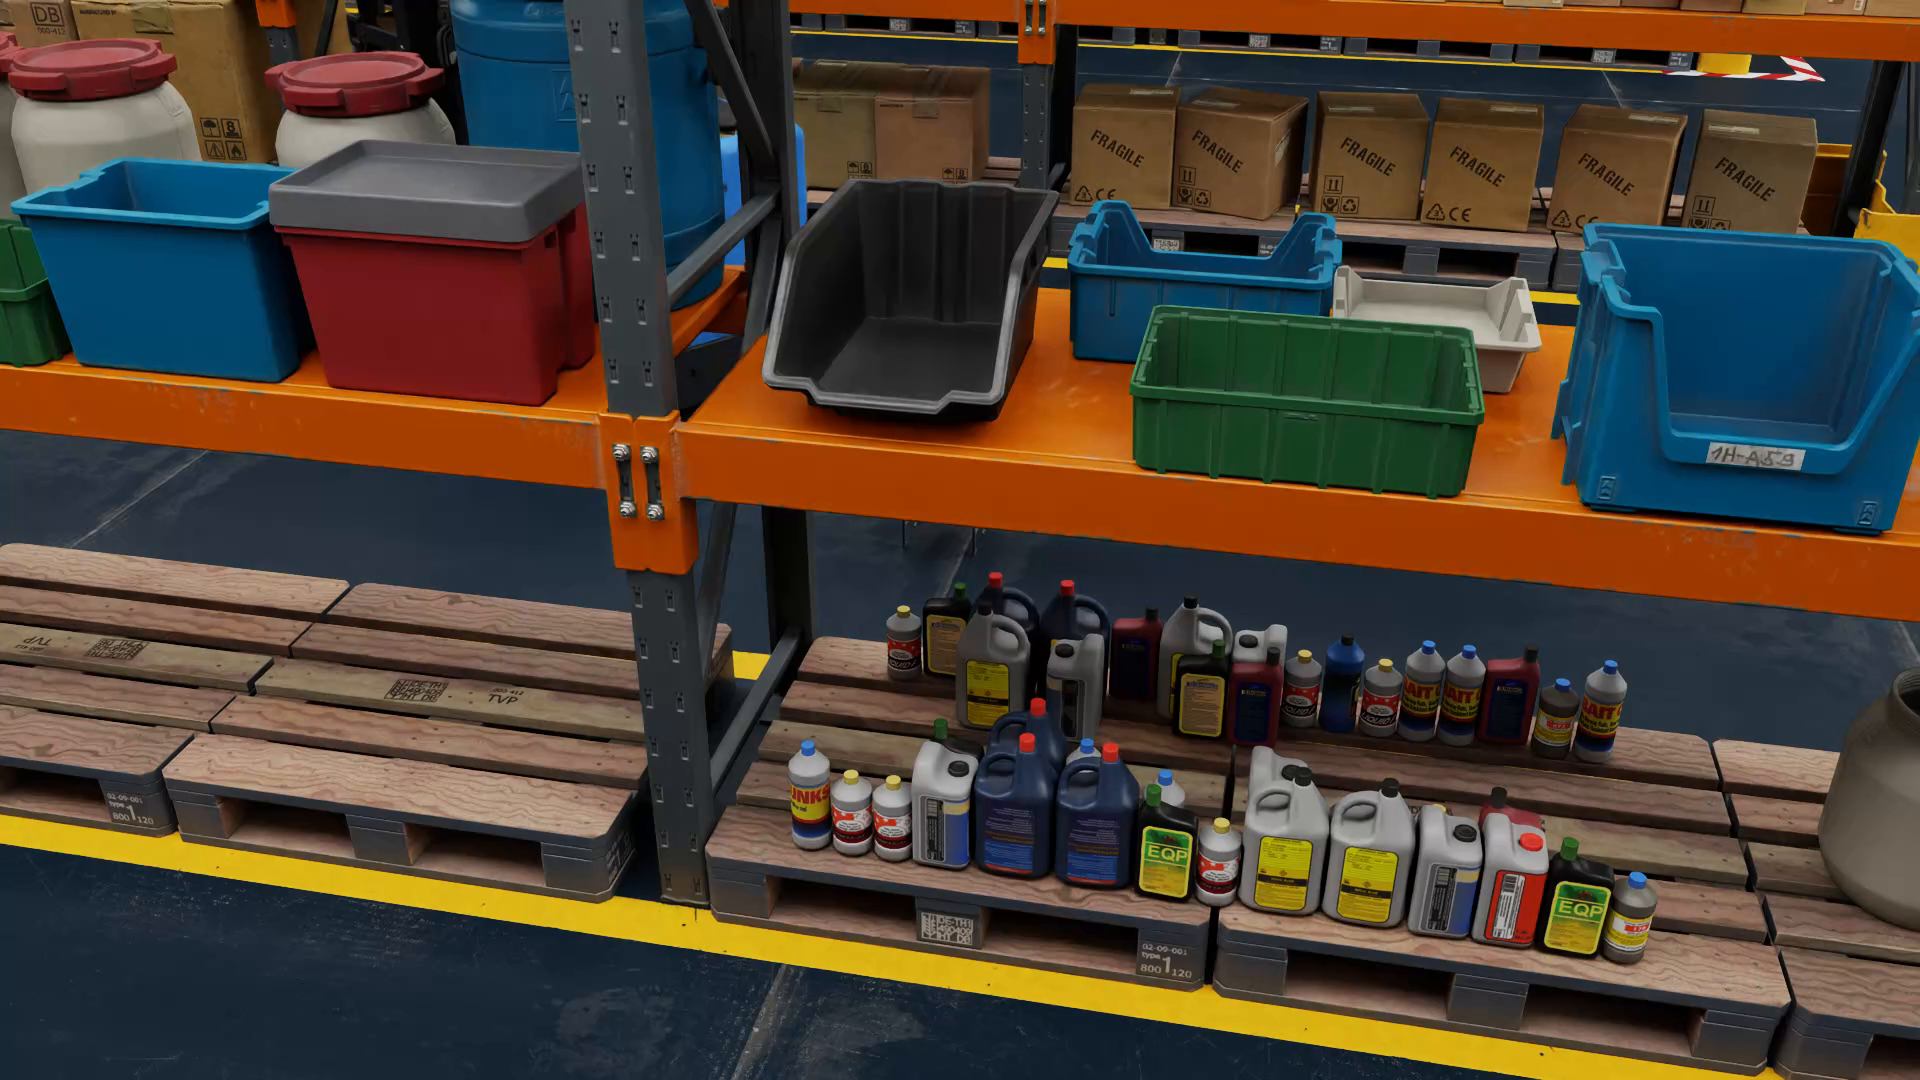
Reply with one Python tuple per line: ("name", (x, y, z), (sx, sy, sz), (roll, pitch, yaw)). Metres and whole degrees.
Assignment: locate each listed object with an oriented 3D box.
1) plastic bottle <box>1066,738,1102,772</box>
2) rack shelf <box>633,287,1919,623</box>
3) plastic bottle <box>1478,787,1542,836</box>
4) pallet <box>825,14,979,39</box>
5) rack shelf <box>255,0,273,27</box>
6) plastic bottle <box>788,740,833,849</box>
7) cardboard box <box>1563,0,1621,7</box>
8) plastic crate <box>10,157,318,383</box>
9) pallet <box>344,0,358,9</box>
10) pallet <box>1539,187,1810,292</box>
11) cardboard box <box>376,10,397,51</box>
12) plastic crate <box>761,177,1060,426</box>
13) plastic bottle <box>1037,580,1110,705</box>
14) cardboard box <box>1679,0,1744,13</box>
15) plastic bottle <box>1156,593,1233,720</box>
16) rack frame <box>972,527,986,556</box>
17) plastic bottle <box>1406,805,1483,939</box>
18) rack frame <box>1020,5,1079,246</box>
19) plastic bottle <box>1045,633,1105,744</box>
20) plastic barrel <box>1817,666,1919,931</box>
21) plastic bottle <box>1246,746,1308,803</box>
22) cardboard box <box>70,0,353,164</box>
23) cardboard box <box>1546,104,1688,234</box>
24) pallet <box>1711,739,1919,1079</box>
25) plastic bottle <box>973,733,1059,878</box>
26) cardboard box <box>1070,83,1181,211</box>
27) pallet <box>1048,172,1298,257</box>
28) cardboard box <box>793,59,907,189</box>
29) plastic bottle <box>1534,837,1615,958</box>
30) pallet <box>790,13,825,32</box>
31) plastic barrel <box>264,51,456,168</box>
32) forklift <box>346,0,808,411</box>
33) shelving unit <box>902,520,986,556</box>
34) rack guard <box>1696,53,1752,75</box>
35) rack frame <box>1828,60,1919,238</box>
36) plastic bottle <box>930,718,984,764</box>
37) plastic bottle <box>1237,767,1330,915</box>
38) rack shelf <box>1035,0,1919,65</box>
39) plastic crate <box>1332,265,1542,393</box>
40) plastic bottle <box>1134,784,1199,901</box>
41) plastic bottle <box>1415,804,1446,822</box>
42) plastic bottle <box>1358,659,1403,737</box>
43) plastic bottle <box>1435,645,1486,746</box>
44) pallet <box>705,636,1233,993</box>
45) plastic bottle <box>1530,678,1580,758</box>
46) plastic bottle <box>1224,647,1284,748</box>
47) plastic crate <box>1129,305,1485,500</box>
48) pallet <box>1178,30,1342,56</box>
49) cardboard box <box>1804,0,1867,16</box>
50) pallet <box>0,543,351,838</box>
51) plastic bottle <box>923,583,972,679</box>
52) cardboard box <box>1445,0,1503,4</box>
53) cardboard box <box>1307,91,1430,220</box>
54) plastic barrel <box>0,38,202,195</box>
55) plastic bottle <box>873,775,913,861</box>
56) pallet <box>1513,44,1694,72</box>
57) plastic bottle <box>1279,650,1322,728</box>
("plastic bottle", (0.296, 0.589, 3.934), (0.097, 0.271, 0.097), (0, 29, 0))
("rack shelf", (1.382, -0.133, 3.618), (4.000, 0.370, 1.077), (6, 29, 11))
("plastic bottle", (1.232, 0.684, 3.747), (0.133, 0.283, 0.061), (6, 29, 11))
("pallet", (-0.372, -4.234, 13.264), (1.213, 0.211, 1.003), (6, 29, 11))
("rack shelf", (-5.407, -3.261, 9.332), (4.000, 0.370, 1.077), (6, 29, 11))
("plastic bottle", (-0.353, 0.593, 3.926), (0.097, 0.271, 0.097), (0, 29, 0))
("cardboard box", (2.825, -2.513, 7.478), (0.250, 0.149, 0.380), (6, 29, 11))
("plastic crate", (-1.717, -0.606, 3.750), (0.575, 0.384, 0.392), (6, 29, 11))
("pallet", (-5.467, -4.796, 14.290), (1.213, 0.211, 1.003), (6, 29, 11))
("pallet", (3.511, -1.456, 8.190), (1.213, 0.211, 1.003), (6, 29, 11))
("cardboard box", (-2.790, -2.748, 9.010), (0.500, 0.250, 0.500), (7, 29, 13))
("plastic crate", (-0.088, -0.509, 3.621), (0.504, 0.338, 0.767), (6, 29, 11))
("plastic bottle", (0.304, 0.269, 4.436), (0.185, 0.351, 0.144), (4, 29, 8))
("cardboard box", (3.310, -2.454, 7.370), (0.250, 0.149, 0.380), (6, 29, 11))
("plastic bottle", (0.620, 0.301, 4.377), (0.185, 0.351, 0.144), (6, 29, 10))
("rack frame", (0.067, -0.454, 5.485), (0.008, 1.050, 0.200), (6, 29, 11))
("plastic bottle", (1.074, 0.724, 3.682), (0.135, 0.276, 0.152), (5, 29, 9))
("rack frame", (0.461, -2.975, 8.060), (0.127, 3.000, 1.000), (6, 29, 11))
("plastic bottle", (0.298, 0.374, 4.322), (0.135, 0.276, 0.152), (6, 29, 11))
("plastic barrel", (2.189, 0.579, 3.722), (0.421, 0.512, 0.421), (0, 29, 0))
("plastic bottle", (0.736, 0.618, 3.875), (0.135, 0.276, 0.152), (6, 29, 11))
("cardboard box", (-4.122, -2.707, 9.346), (0.875, 0.875, 1.225), (5, 29, 8))
("cardboard box", (3.174, -1.776, 8.036), (0.500, 0.500, 0.500), (14, 32, 24))
("pallet", (2.461, 0.906, 3.875), (1.213, 0.211, 1.003), (6, 29, 11))
("plastic bottle", (0.129, 0.596, 3.838), (0.185, 0.351, 0.144), (7, 29, 12))
("cardboard box", (0.844, -2.004, 8.452), (0.500, 0.500, 0.500), (5, 29, 9))
("pallet", (1.125, -1.701, 8.637), (1.213, 0.211, 1.003), (6, 29, 11))
("cardboard box", (-0.598, -2.200, 8.789), (0.500, 0.500, 0.700), (6, 29, 10))
("plastic bottle", (1.333, 0.770, 3.591), (0.133, 0.283, 0.061), (7, 29, 12))
("pallet", (-1.561, -4.357, 13.489), (1.213, 0.211, 1.003), (6, 29, 11))
("plastic barrel", (-1.463, -0.907, 4.142), (0.433, 0.535, 0.433), (0, 29, 0))
("forklift", (-1.964, -2.335, 6.964), (1.130, 2.935, 3.031), (-24, 37, -37))
("shelving unit", (-0.052, -0.466, 5.508), (0.252, 1.050, 0.215), (6, 29, 11))
("rack guard", (5.531, -3.794, 12.159), (0.348, 0.500, 1.175), (6, 29, 11))
("rack frame", (4.373, -2.574, 7.327), (0.127, 3.000, 1.000), (6, 29, 11))
("plastic bottle", (-0.010, 0.557, 3.979), (0.133, 0.283, 0.061), (6, 29, 11))
("plastic bottle", (0.730, 0.658, 3.725), (0.185, 0.351, 0.144), (6, 29, 10))
("rack shelf", (2.417, -2.459, 7.866), (4.000, 0.370, 1.077), (6, 29, 11))
("plastic crate", (1.067, -0.489, 3.794), (0.437, 0.136, 0.530), (6, 29, 11))
("plastic bottle", (0.467, 0.681, 3.753), (0.133, 0.283, 0.061), (7, 30, 13))
("plastic bottle", (1.082, 0.696, 3.811), (0.097, 0.201, 0.097), (0, 29, 0))
("plastic bottle", (1.100, 0.404, 4.344), (0.097, 0.201, 0.097), (0, 29, 0))
("plastic bottle", (1.295, 0.394, 4.290), (0.097, 0.271, 0.097), (0, 29, 0))
("pallet", (0.075, 0.661, 4.322), (1.213, 0.211, 1.003), (6, 29, 11))
("plastic bottle", (1.529, 0.448, 4.263), (0.097, 0.201, 0.097), (0, 29, 0))
("plastic bottle", (0.756, 0.399, 4.268), (0.133, 0.283, 0.061), (6, 29, 11))
("plastic crate", (0.695, -0.287, 3.371), (0.662, 0.188, 0.450), (6, 29, 11))
("pallet", (2.323, -3.958, 12.759), (1.213, 0.211, 1.003), (6, 29, 11))
("cardboard box", (3.806, -2.420, 7.309), (0.250, 0.149, 0.380), (6, 29, 11))
("pallet", (-2.546, 0.393, 4.813), (1.213, 0.211, 1.003), (6, 29, 11))
("plastic bottle", (-0.034, 0.243, 4.553), (0.133, 0.283, 0.061), (7, 30, 13))
("cardboard box", (2.332, -2.554, 7.553), (0.250, 0.149, 0.380), (6, 29, 11))
("cardboard box", (2.029, -1.924, 8.307), (0.500, 0.500, 0.500), (3, 29, 6))
("plastic barrel", (-2.181, -0.981, 4.276), (0.433, 0.535, 0.433), (0, 29, 0))
("plastic bottle", (-0.155, 0.644, 3.906), (0.097, 0.201, 0.097), (0, 29, 0))
("pallet", (4.709, -3.713, 12.312), (1.213, 0.211, 1.003), (6, 29, 11))
("plastic bottle", (0.899, 0.384, 4.381), (0.097, 0.201, 0.097), (0, 29, 0))
